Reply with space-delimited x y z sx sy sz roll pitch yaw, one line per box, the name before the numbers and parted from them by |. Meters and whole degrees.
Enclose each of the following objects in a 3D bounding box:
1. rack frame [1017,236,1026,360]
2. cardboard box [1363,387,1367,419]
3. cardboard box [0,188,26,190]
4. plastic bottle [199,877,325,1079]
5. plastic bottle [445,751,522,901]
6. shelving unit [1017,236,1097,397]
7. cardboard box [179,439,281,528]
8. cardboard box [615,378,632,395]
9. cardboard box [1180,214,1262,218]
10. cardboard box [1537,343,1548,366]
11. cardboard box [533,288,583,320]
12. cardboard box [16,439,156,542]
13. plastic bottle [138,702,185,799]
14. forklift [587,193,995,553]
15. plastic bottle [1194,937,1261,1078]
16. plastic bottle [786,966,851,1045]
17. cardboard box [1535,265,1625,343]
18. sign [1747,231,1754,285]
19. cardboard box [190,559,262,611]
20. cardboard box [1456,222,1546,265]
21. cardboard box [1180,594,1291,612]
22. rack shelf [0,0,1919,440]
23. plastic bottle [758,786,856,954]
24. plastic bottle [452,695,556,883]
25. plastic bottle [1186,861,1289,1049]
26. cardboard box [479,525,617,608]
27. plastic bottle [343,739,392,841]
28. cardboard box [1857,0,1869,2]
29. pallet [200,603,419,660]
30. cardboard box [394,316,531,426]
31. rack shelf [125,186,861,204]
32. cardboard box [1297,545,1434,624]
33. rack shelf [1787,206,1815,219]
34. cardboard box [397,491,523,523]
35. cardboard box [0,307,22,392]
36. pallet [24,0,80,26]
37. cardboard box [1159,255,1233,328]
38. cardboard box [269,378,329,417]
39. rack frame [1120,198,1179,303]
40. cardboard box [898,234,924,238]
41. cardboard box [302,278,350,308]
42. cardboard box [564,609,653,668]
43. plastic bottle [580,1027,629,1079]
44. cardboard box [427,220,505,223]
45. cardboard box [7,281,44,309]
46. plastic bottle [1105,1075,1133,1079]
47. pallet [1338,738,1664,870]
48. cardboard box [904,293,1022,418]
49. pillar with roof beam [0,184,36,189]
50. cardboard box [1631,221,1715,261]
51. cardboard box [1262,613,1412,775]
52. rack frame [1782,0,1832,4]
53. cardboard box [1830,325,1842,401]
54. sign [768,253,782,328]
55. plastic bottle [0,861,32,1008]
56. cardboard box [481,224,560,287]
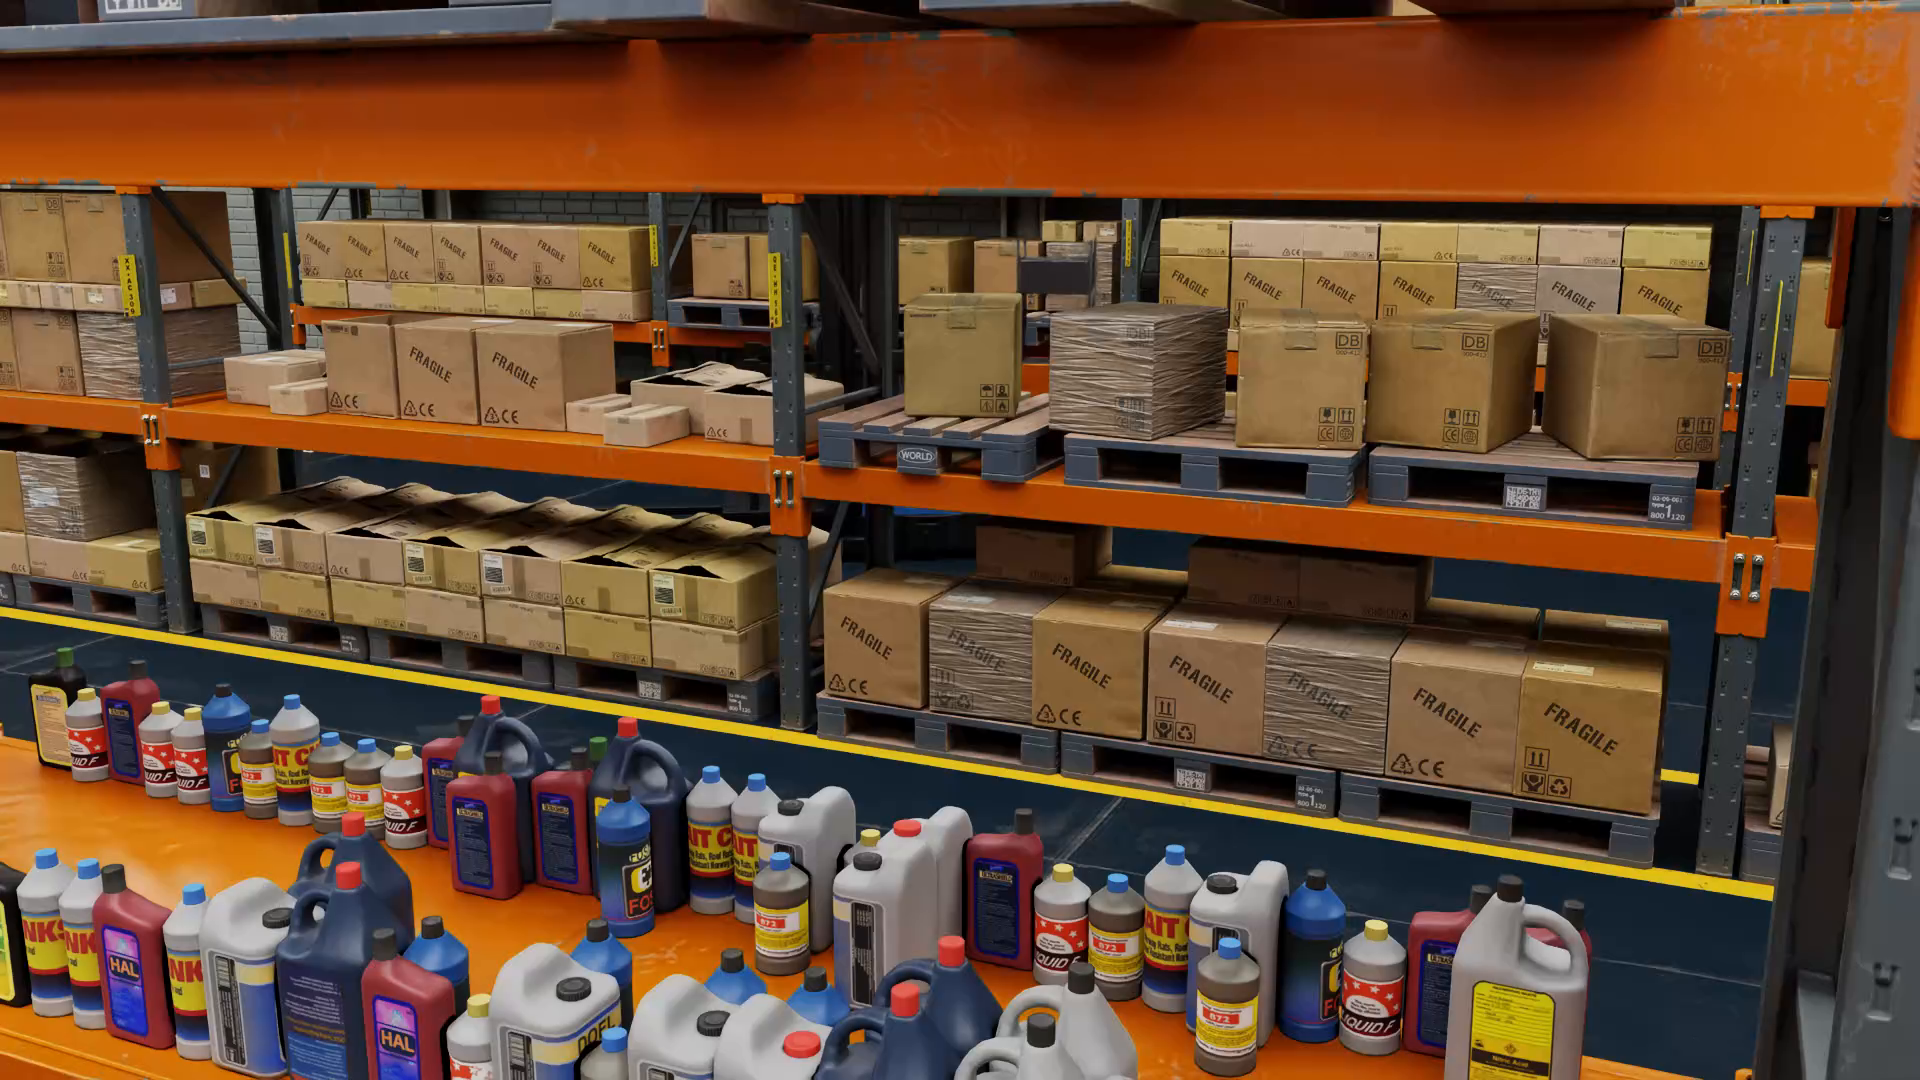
rack frame | 0.423 -1.045 11.613 0.015 2.100 0.400 2 13 9
cardboard box | 2.824 -0.672 11.839 0.750 0.750 0.750 6 14 23
cardboard box | -6.038 -1.886 10.169 0.500 0.500 0.700 6 14 23
plastic bottle | -1.073 0.673 2.590 0.135 0.276 0.152 6 14 23
plastic bottle | -0.908 0.535 3.163 0.133 0.283 0.061 6 14 23
shelving unit | 0.664 -1.037 11.576 0.503 2.100 0.431 2 13 9
cardboard box | -4.551 -0.366 10.208 0.500 0.500 0.500 6 14 23
cardboard box | -3.216 -1.147 14.586 0.500 0.500 0.500 5 14 19
cardboard box | 1.926 -2.273 12.318 0.500 0.250 0.500 6 15 25
cardboard box | 3.916 -1.245 11.003 0.250 0.149 0.380 6 14 23
cardboard box | -3.259 -2.027 14.113 0.500 0.250 0.500 6 14 23
cardboard box | -5.219 -0.304 9.942 0.500 0.500 0.500 6 14 23
plastic bottle | -1.754 0.458 3.671 0.097 0.201 0.097 0 13 0
forklift | -1.144 -1.393 11.274 3.031 2.935 1.130 -1 13 -5
plastic bottle | 0.414 0.716 2.574 0.097 0.201 0.097 0 13 0
plastic bottle | -0.202 0.733 2.348 0.097 0.271 0.097 0 13 0
cardboard box | 4.069 -1.560 10.925 0.500 0.500 0.500 6 14 24
sign | 4.853 -1.733 10.212 0.005 0.325 0.100 6 14 23
cardboard box | -3.985 0.196 9.453 0.500 0.250 0.500 5 14 22
cardboard box | 3.603 -1.977 11.057 0.500 0.250 0.500 6 15 24
cardboard box | 1.309 0.478 7.658 0.500 0.500 0.500 5 14 21
rack shelf | -0.778 -0.548 2.532 4.000 0.370 1.077 6 14 23
plastic bottle | -0.276 0.578 2.996 0.135 0.276 0.152 6 14 23
plastic bottle | -0.890 0.479 3.256 0.185 0.351 0.144 6 14 23
plastic bottle | 0.448 0.651 2.684 0.135 0.276 0.152 6 14 23
cardboard box | -2.113 0.113 8.579 0.500 0.311 0.500 6 14 23
plastic bottle | -1.220 0.512 3.441 0.097 0.201 0.097 0 13 0
cardboard box | 5.602 -3.203 9.821 0.500 0.500 0.500 6 14 23
pallet | -3.564 0.390 9.629 1.213 0.211 1.003 6 14 23
cardboard box | -2.618 -0.906 8.832 0.500 0.500 0.500 6 14 23
rack shelf | -2.425 -1.952 8.517 4.000 0.370 1.077 6 14 23
cardboard box | 1.803 0.163 7.363 0.500 0.250 0.500 6 14 23
rack shelf | 4.889 -1.212 5.362 4.000 0.370 1.077 6 14 23
cardboard box | -2.834 -0.095 9.465 0.500 0.311 0.500 6 14 23
cardboard box | -5.604 -1.210 10.128 0.500 0.500 0.700 6 14 24
pallet | -1.946 -0.900 2.871 1.213 0.211 1.003 6 14 23
cardboard box | 1.747 -1.797 11.933 0.500 0.500 0.500 6 15 25
cardboard box | -3.526 -0.780 9.063 0.250 0.149 0.380 6 14 23
rack frame | 1.407 -1.692 12.400 0.127 3.000 1.000 6 14 23
cardboard box | -0.676 -2.163 13.226 0.500 0.500 0.700 8 15 31
cardboard box | -5.590 -2.258 15.094 0.500 0.250 0.500 5 14 22
cardboard box | -1.649 0.432 8.445 0.500 0.250 0.500 6 14 23
plastic bottle | -0.475 0.777 2.312 0.097 0.201 0.097 0 13 0
cardboard box | -4.460 -2.639 15.079 0.500 0.500 0.500 5 14 22
cardboard box | -5.295 -1.443 9.700 0.250 0.149 0.380 6 14 23
plastic bottle | 0.226 0.805 2.030 0.135 0.276 0.152 6 14 23
pallet | 2.302 1.003 7.017 1.213 0.211 1.003 6 14 23
cardboard box | 0.025 -0.875 7.781 0.500 0.500 0.700 1 13 4
pillar with roof beam | -12.147 -5.125 13.897 0.400 9.000 9.100 6 14 23
cardboard box | 4.749 -1.987 11.102 0.500 0.250 0.500 6 15 25
cardboard box | 1.587 0.636 6.987 0.500 0.500 0.500 6 14 24
rack frame | 3.061 -3.208 5.726 0.127 3.000 1.000 6 14 23
cardboard box | 3.378 -0.720 5.850 0.500 0.500 0.500 6 15 25
sign | -0.818 -1.104 7.361 0.005 0.325 0.100 6 14 23
plastic bottle | -1.603 0.628 2.769 0.133 0.283 0.061 6 14 23
cardboard box | -3.723 -2.437 14.217 0.500 0.500 0.500 5 14 22
